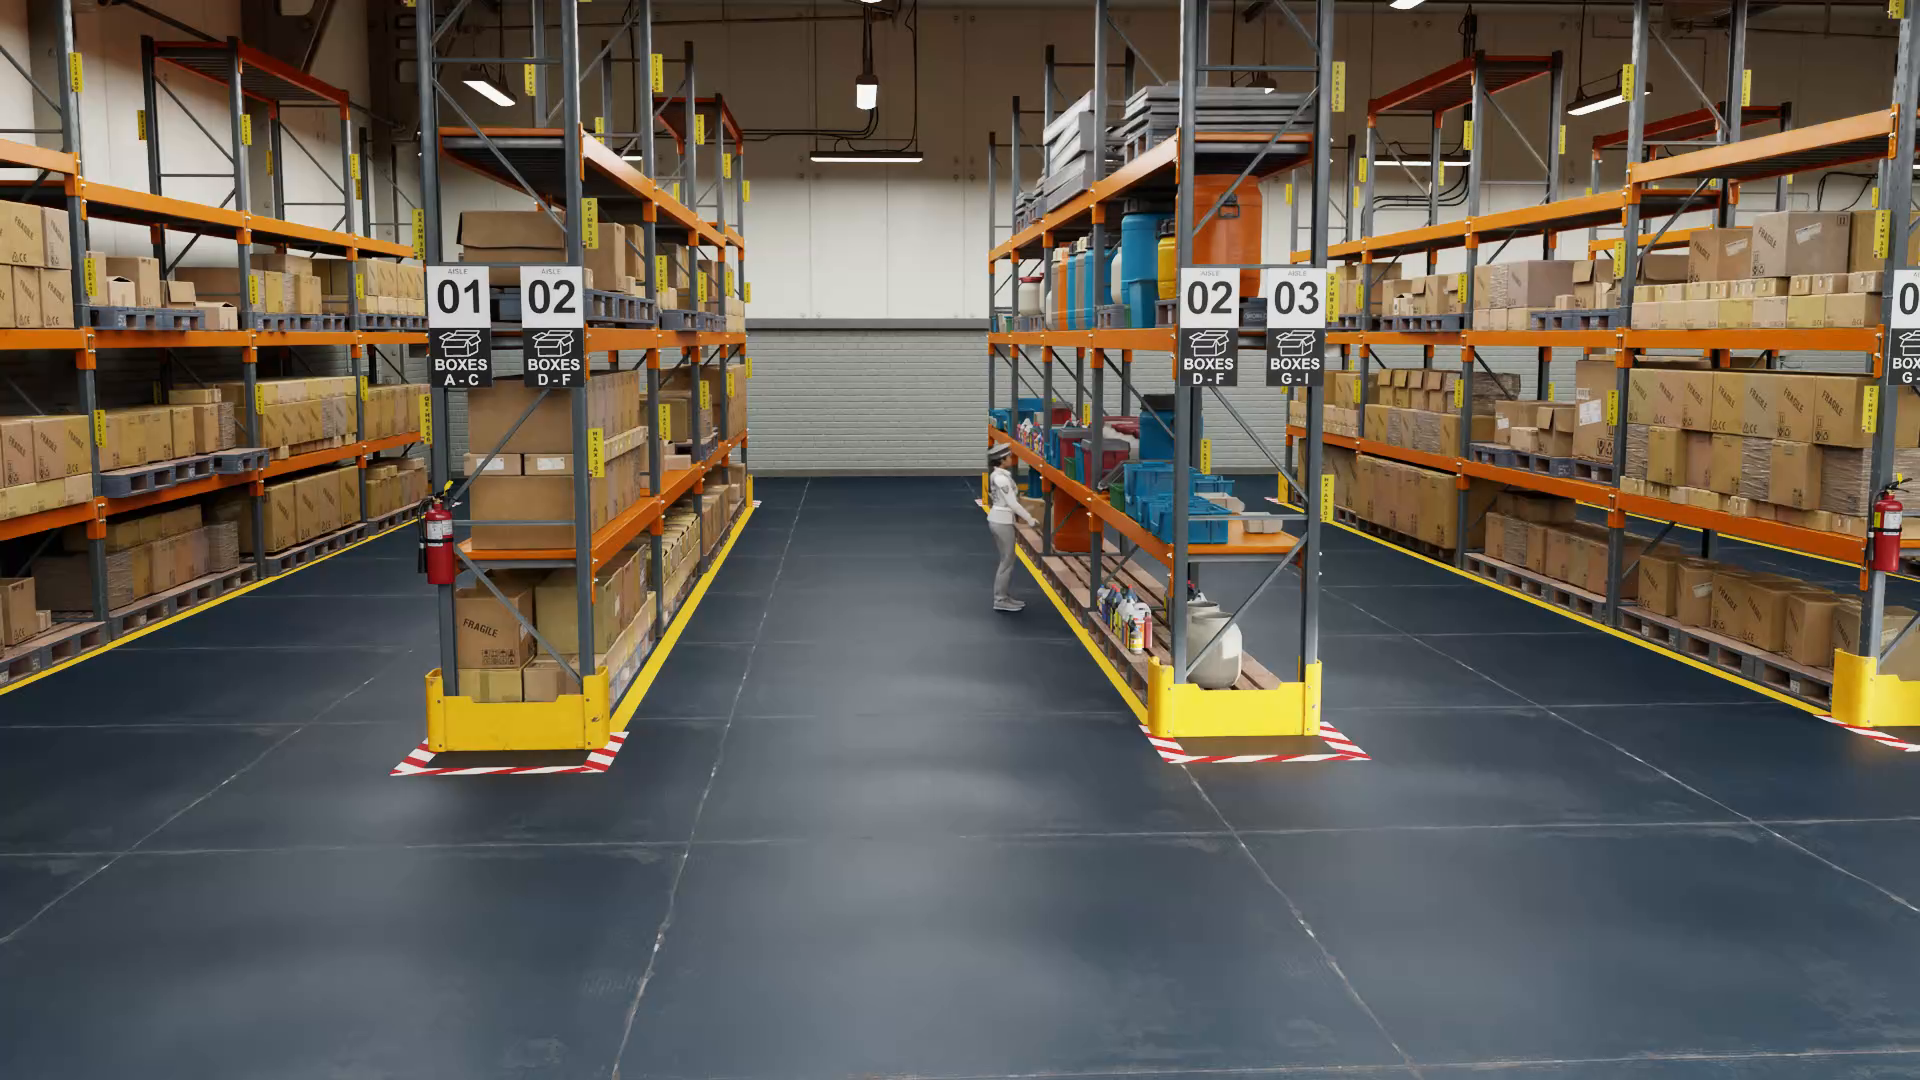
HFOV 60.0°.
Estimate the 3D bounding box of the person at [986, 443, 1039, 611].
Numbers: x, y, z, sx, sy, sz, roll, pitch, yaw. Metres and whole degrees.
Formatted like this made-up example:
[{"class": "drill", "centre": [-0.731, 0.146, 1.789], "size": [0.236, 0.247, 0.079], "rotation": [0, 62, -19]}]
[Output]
[{"class": "person", "centre": [0.526, -0.138, 16.798], "size": [0.523, 1.691, 0.453], "rotation": [0, 7, -4]}]
